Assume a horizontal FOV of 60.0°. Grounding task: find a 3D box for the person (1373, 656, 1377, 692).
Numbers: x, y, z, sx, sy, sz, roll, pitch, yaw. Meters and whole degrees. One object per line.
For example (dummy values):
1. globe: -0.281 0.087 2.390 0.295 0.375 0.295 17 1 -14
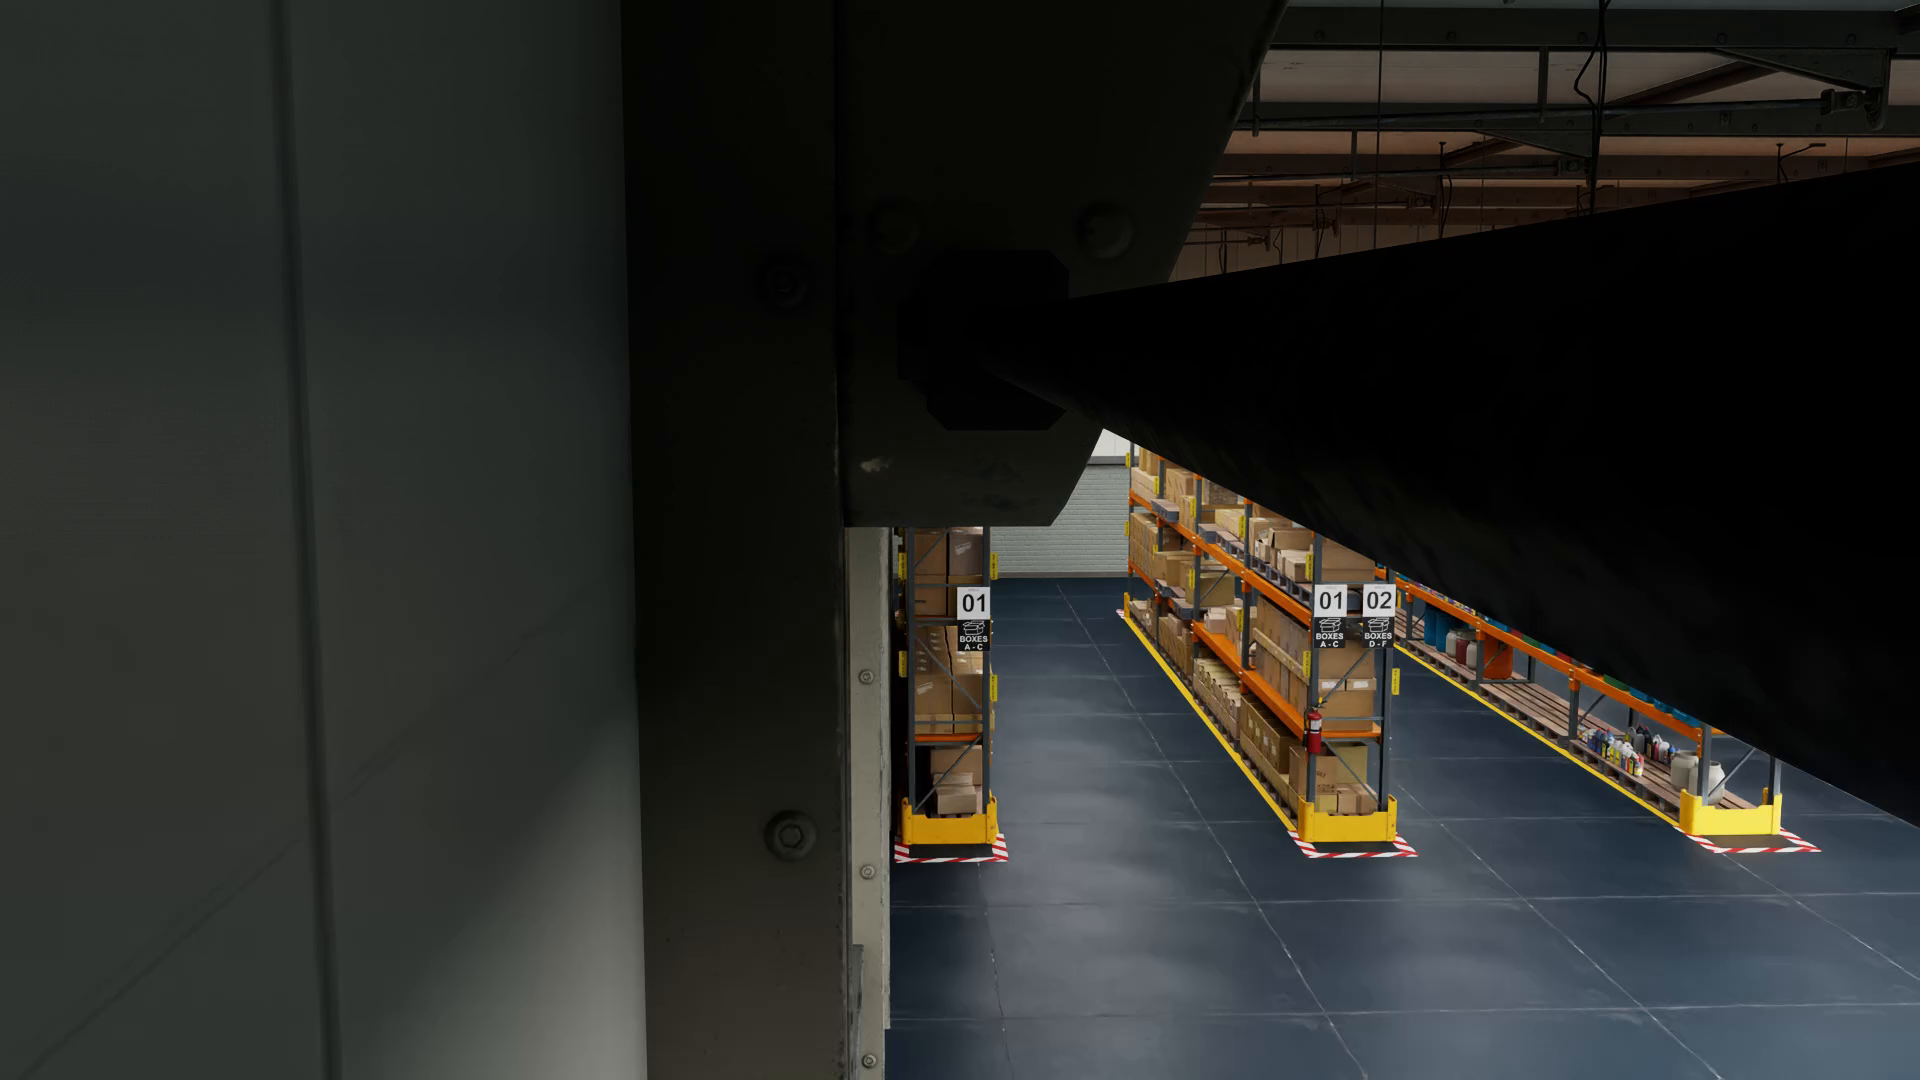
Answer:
1. person: 6.207 2.228 25.711 0.429 1.611 1.058 -1 7 -5
